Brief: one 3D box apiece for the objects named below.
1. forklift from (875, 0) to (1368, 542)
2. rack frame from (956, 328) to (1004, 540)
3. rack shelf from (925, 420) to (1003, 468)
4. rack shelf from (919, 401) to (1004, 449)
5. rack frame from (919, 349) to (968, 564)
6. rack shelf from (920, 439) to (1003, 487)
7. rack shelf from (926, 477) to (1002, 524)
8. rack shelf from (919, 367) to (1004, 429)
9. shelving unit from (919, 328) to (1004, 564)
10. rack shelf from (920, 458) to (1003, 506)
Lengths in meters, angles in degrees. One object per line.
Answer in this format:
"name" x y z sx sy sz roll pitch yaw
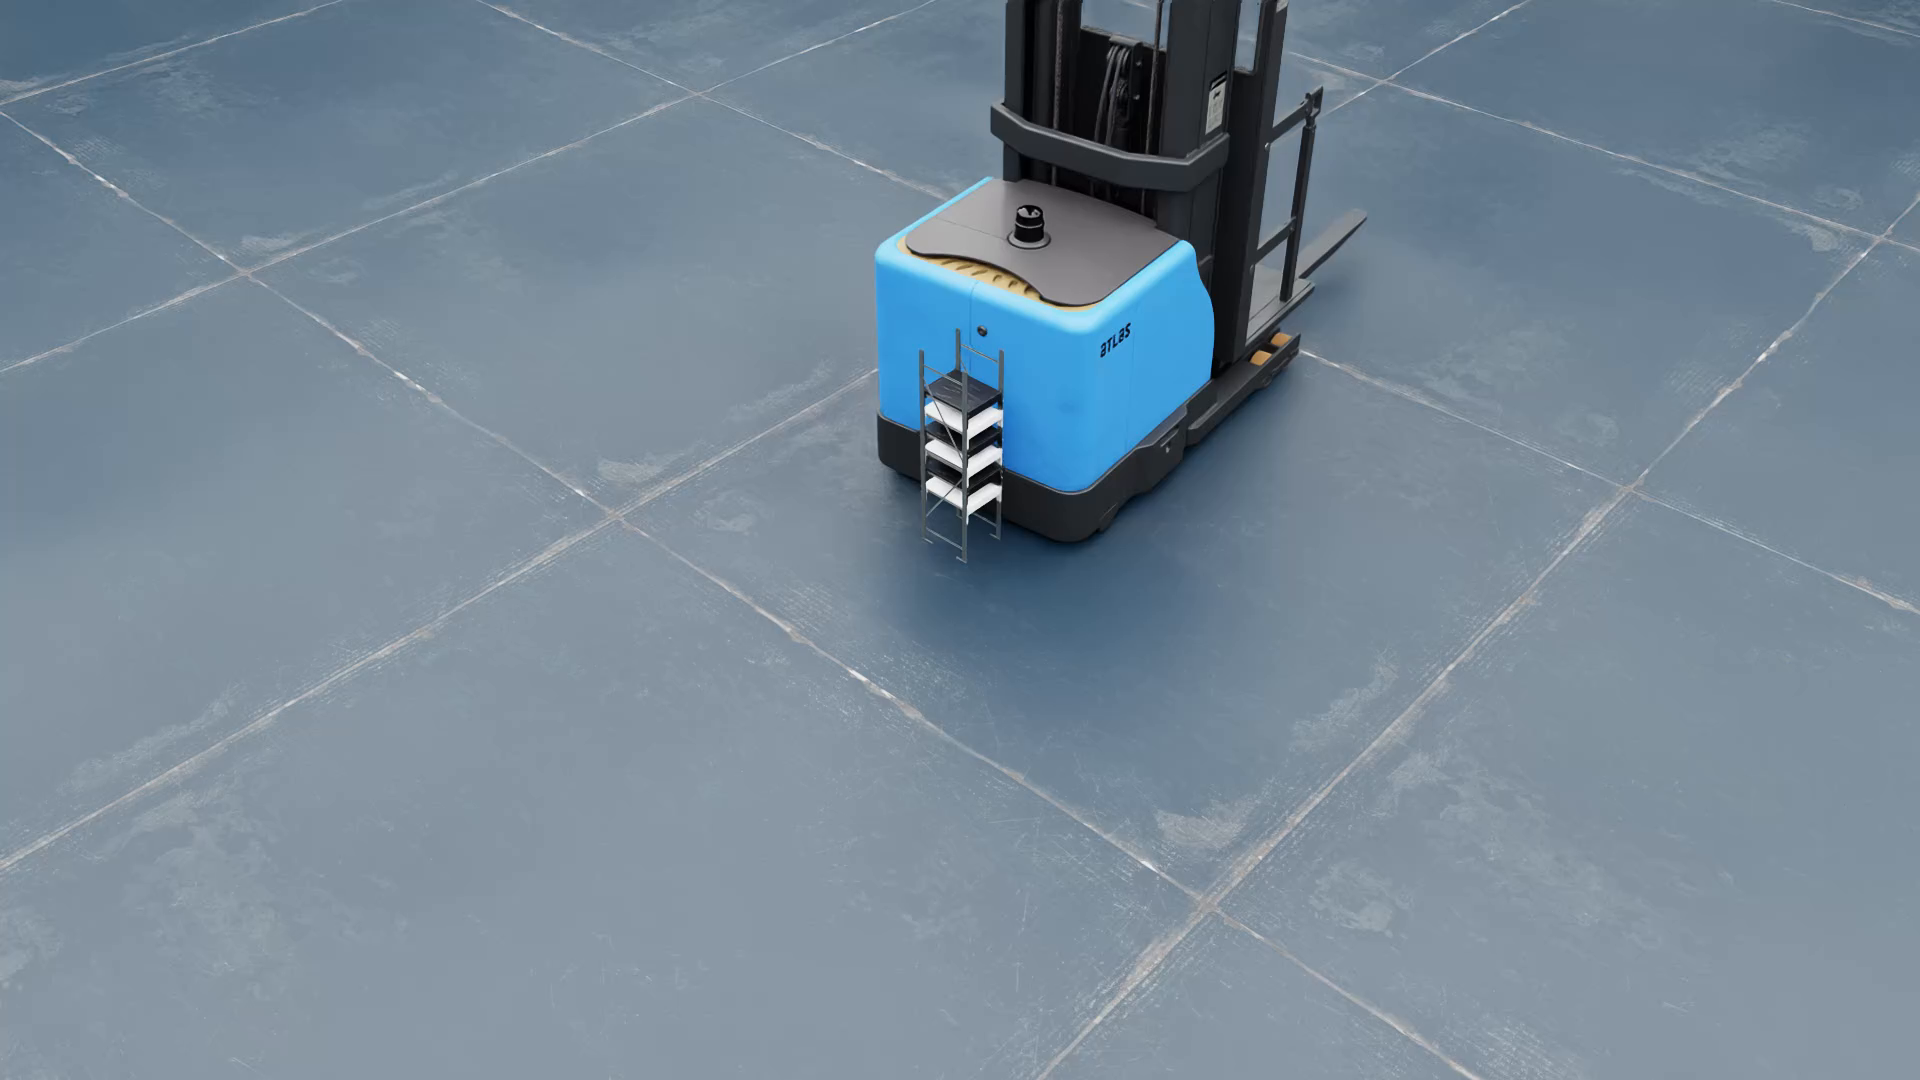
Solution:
"forklift" 0.924 -2.009 6.921 1.130 2.935 3.031 24 45 27
"rack frame" 0.074 -0.403 6.533 0.240 0.900 0.006 30 47 32
"rack shelf" 0.005 -0.400 6.439 0.258 0.077 0.200 30 47 32
"rack shelf" 0.005 -0.471 6.383 0.258 0.077 0.200 30 47 32
"rack frame" -0.063 -0.309 6.416 0.240 0.900 0.006 30 47 32
"rack shelf" 0.005 -0.330 6.495 0.258 0.077 0.200 30 47 32
"rack shelf" 0.005 -0.189 6.607 0.258 0.077 0.200 30 47 32
"rack shelf" 0.005 -0.541 6.327 0.258 0.077 0.200 30 47 32
"shelving unit" 0.005 -0.356 6.475 0.258 0.900 0.210 30 47 32
"rack shelf" 0.005 -0.259 6.551 0.258 0.077 0.200 30 47 32
